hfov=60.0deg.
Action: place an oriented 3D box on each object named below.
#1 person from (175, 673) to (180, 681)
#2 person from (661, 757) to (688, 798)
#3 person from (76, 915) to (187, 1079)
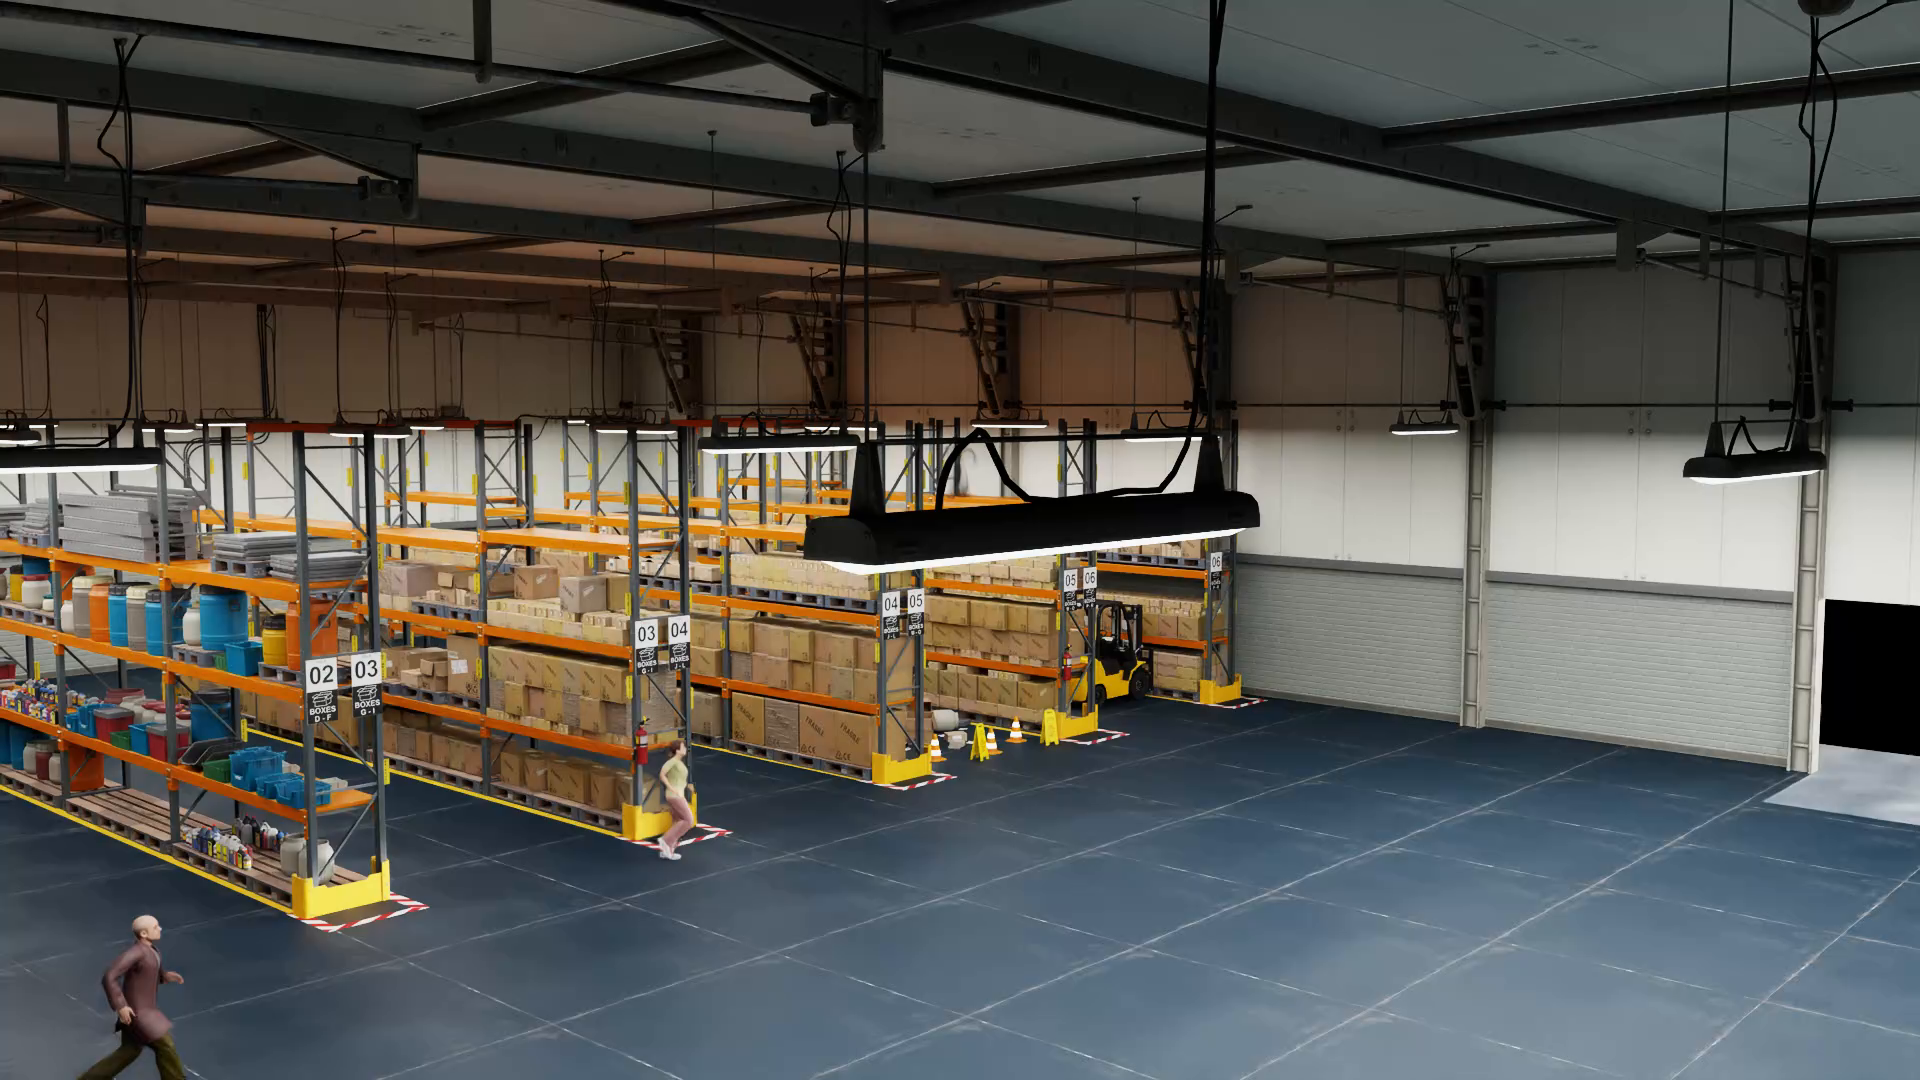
[{"bbox_3d":[-16.906,2.509,36.136,0.922,1.708,0.766,-4,6,-38],"label":"person"},{"bbox_3d":[-3.996,3.333,23.319,0.353,0.594,0.543,0,5,-6],"label":"person"},{"bbox_3d":[-7.380,4.206,14.791,0.913,1.570,0.697,-2,5,-19],"label":"person"}]
